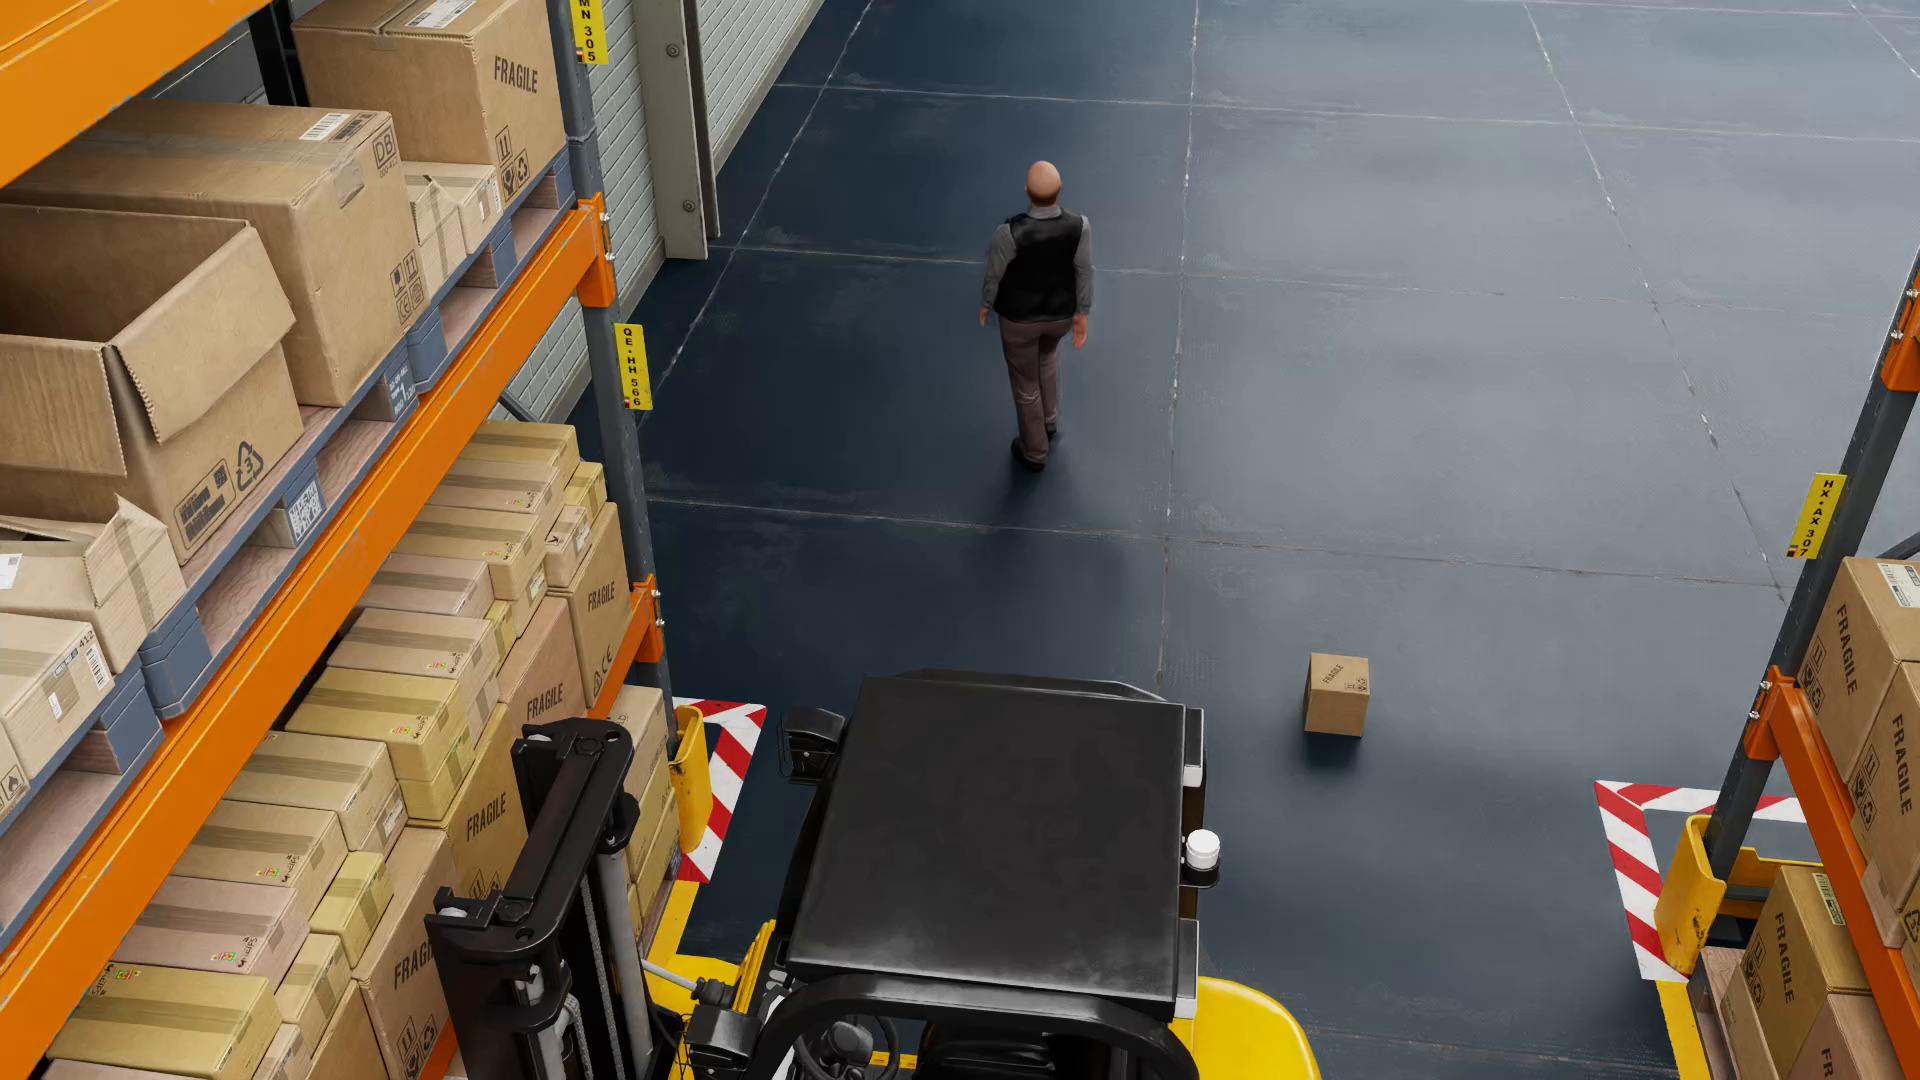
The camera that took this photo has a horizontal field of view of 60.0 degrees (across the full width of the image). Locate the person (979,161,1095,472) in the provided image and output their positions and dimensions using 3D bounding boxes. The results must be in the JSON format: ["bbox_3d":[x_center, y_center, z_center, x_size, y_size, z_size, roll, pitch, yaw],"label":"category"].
[{"bbox_3d":[0.379,-1.164,8.693,0.540,1.780,0.525,-13,38,-17],"label":"person"}]
